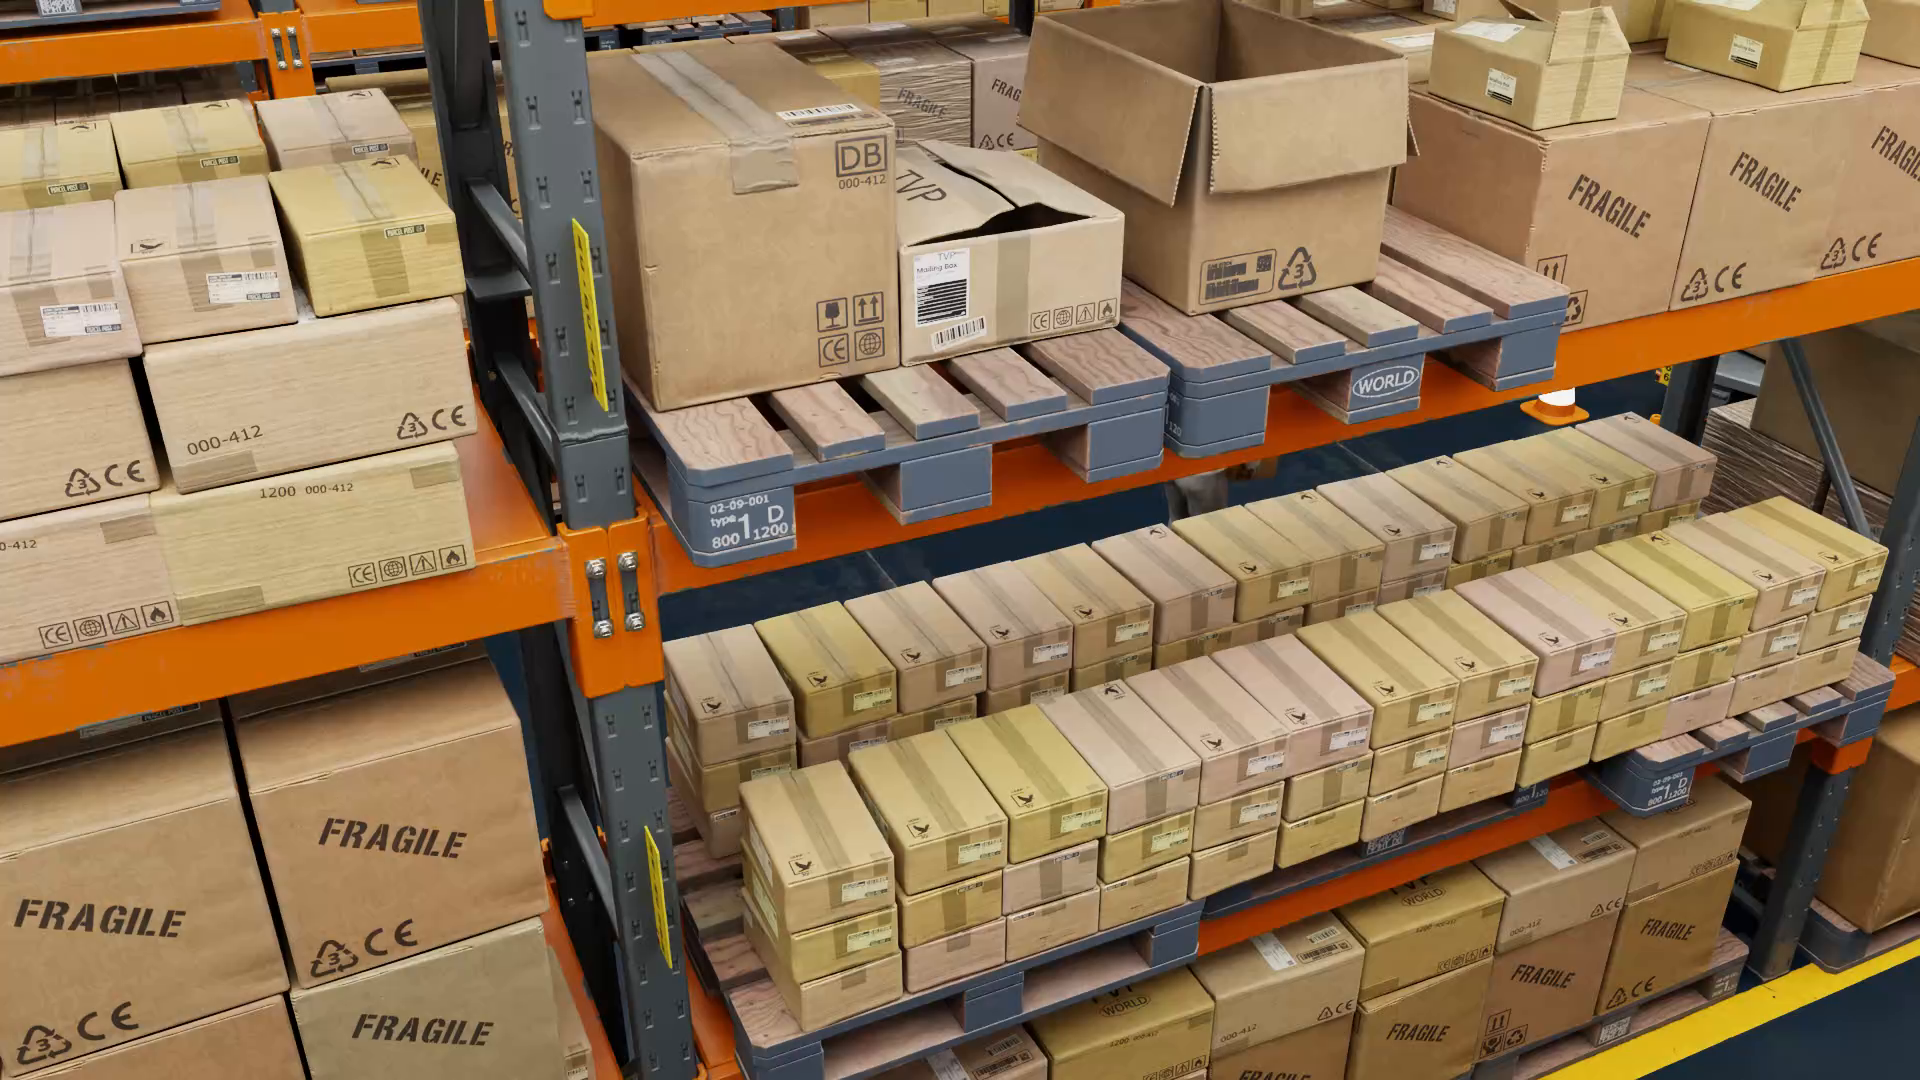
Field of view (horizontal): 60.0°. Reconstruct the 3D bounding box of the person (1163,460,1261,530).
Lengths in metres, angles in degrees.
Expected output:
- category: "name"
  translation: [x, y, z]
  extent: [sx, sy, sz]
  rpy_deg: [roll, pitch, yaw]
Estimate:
- category: "person"
  translation: [1.145, -0.363, 7.736]
  extent: [0.464, 1.690, 0.494]
  rpy_deg: [-14, 32, -22]
